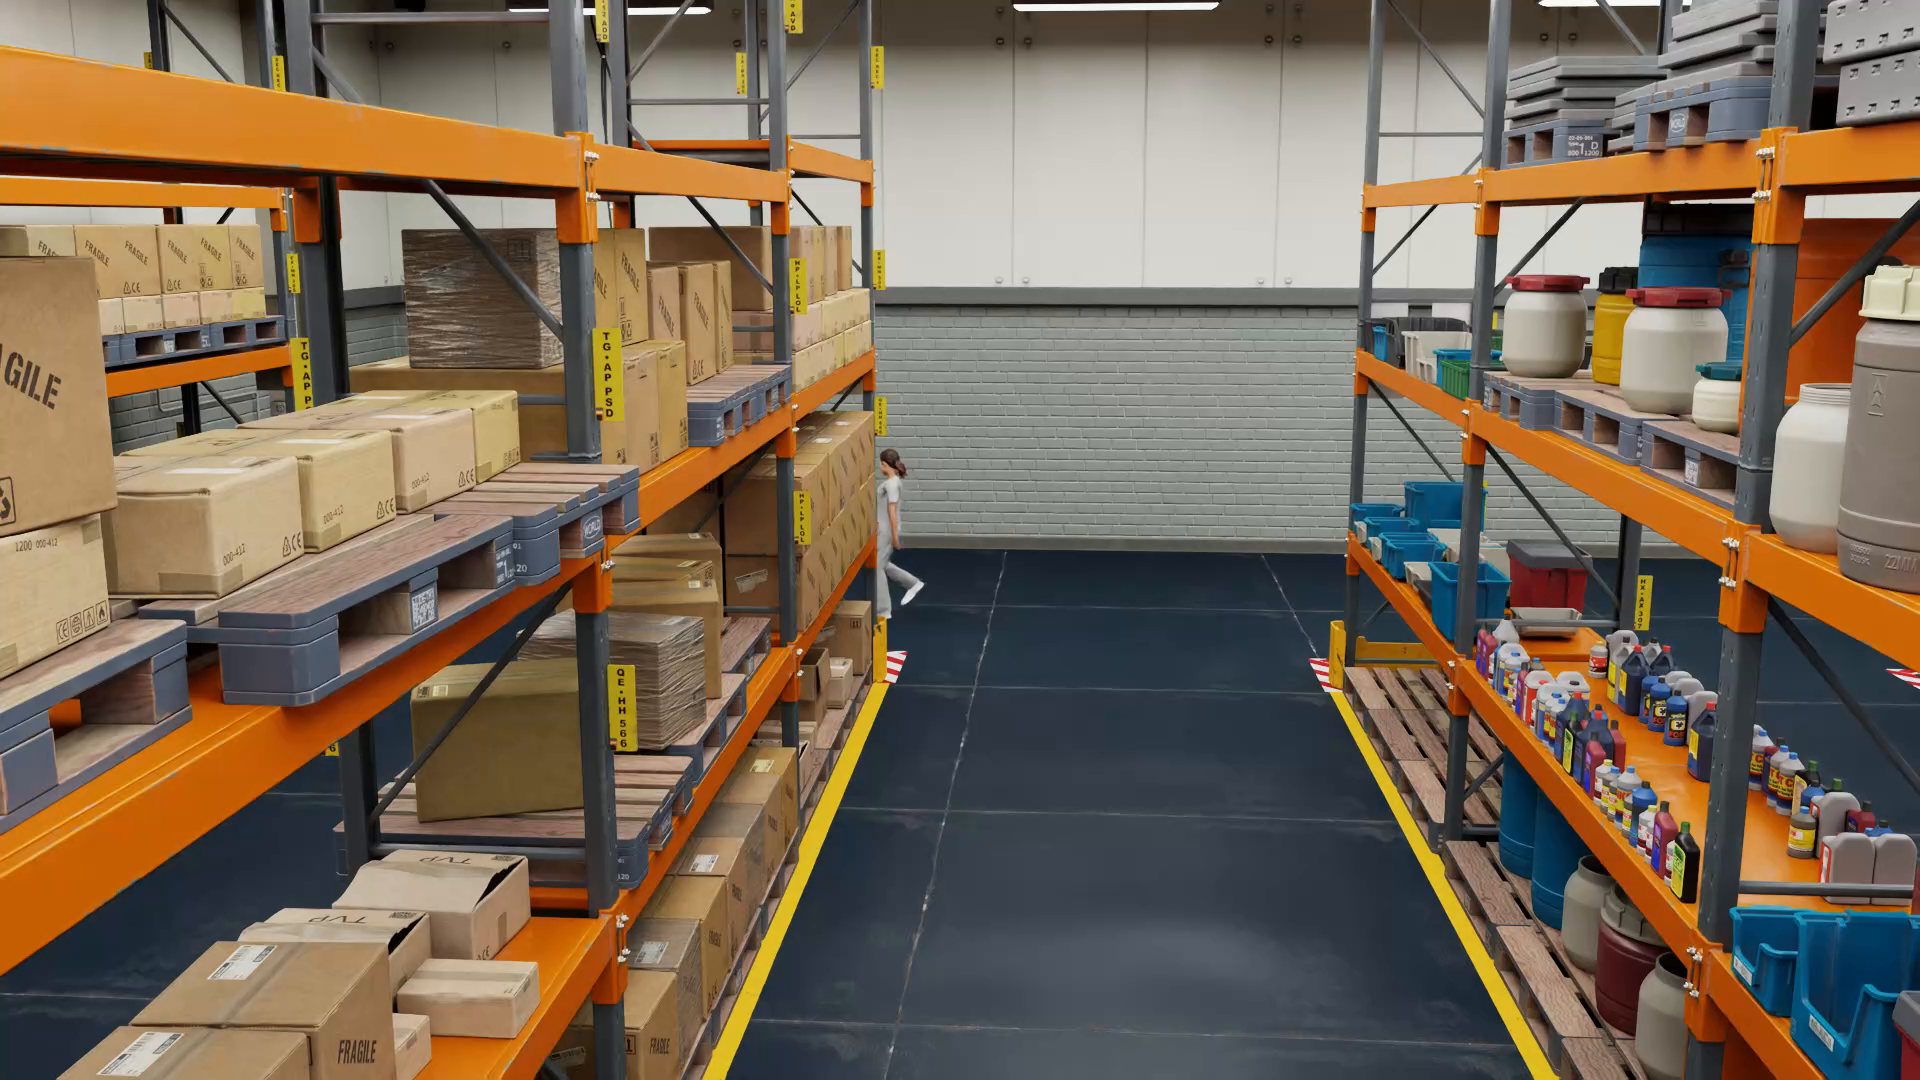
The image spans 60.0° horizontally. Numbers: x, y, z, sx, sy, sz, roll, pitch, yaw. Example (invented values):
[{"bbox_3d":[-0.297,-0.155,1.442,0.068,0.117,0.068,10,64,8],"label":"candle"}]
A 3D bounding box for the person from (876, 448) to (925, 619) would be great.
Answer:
[{"bbox_3d":[-0.665,-0.073,16.257,0.633,1.640,0.494,0,11,-1],"label":"person"}]
